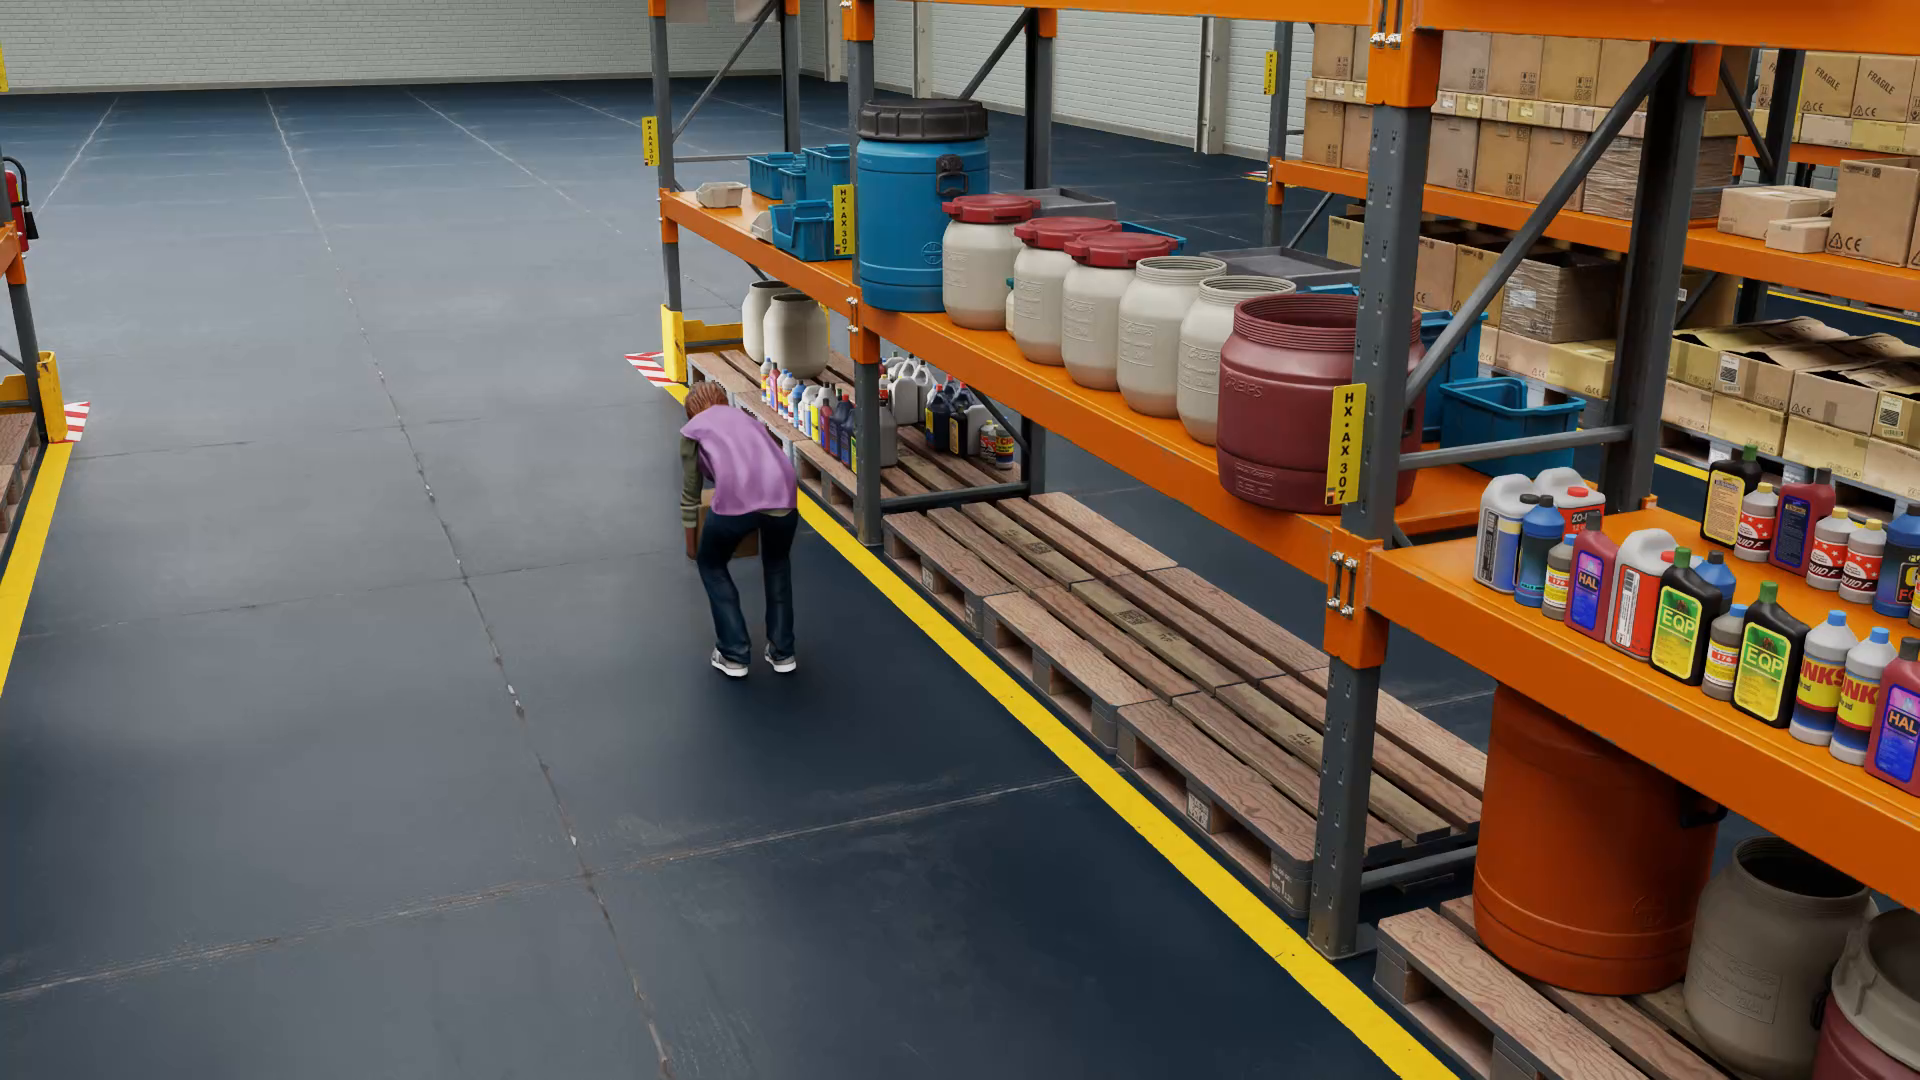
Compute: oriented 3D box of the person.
[{"bbox_3d":[-0.929,-0.039,6.928,0.397,1.116,0.842,-9,21,-24],"label":"person"}]
